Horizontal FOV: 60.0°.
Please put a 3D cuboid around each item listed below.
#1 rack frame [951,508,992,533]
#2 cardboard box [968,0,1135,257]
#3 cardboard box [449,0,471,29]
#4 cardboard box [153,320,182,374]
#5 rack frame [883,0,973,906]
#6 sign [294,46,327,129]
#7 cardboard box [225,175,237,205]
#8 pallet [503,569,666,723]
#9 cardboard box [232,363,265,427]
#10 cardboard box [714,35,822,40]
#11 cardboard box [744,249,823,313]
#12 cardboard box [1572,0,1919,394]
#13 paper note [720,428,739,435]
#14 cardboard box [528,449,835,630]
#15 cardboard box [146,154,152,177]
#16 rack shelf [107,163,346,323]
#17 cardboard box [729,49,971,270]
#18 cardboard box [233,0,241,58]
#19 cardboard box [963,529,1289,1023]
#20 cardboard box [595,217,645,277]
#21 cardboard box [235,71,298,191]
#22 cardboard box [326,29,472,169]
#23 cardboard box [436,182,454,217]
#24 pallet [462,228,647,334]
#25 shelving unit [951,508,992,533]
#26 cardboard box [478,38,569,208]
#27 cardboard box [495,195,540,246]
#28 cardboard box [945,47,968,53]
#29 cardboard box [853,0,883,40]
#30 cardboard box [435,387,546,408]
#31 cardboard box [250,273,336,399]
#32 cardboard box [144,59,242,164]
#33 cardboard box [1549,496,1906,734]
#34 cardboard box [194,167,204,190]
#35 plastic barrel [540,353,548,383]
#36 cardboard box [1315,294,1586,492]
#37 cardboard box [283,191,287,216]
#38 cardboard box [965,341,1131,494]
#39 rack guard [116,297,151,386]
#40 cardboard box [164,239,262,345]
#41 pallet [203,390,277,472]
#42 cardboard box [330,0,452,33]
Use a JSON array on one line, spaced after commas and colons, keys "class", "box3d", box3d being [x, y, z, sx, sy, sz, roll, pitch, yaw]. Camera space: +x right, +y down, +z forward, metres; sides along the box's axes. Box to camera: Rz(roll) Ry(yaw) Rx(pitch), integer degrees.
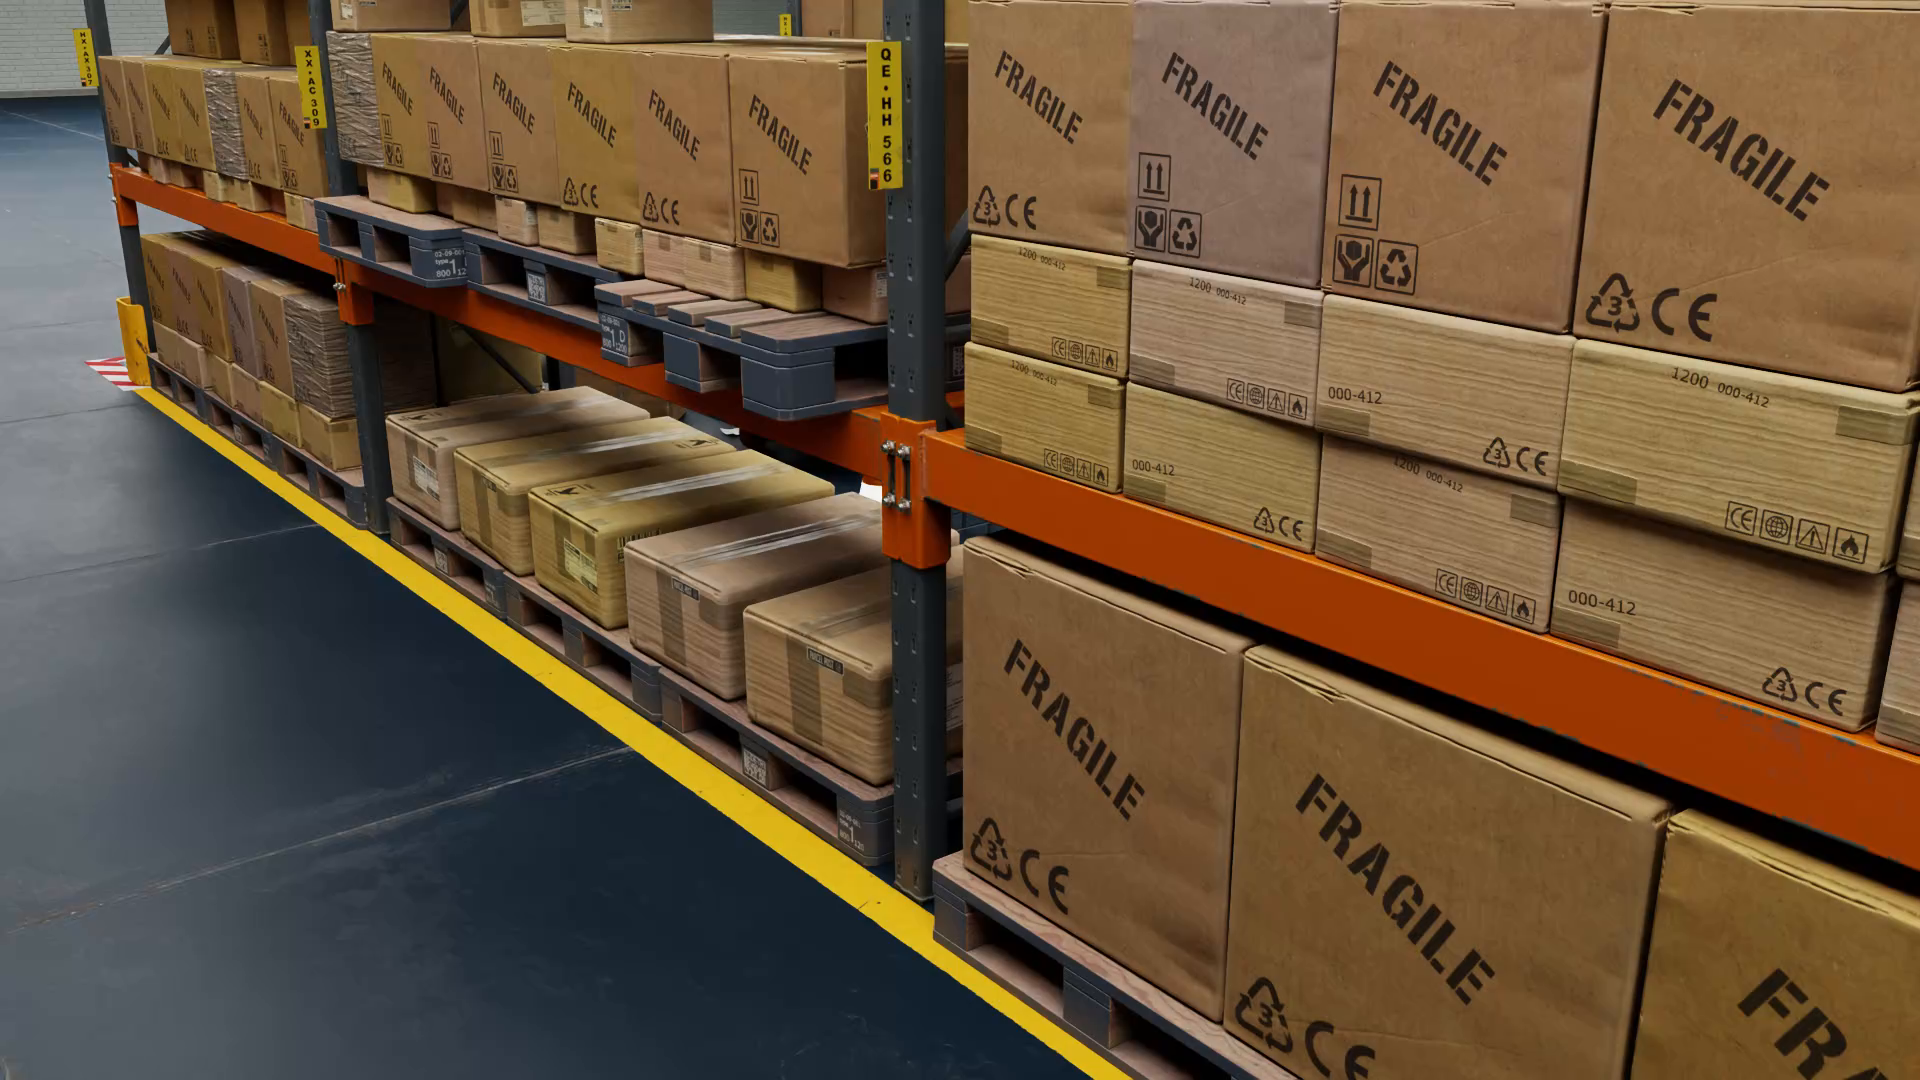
[{"class": "rack frame", "box3d": [0.048, -0.551, 7.117, 0.240, 1.200, 0.006, -14, 23, -36]}, {"class": "cardboard box", "box3d": [0.366, -0.916, 3.608, 0.500, 0.500, 0.500, -15, 23, -38]}, {"class": "cardboard box", "box3d": [-2.335, -2.363, 7.504, 0.700, 0.500, 0.500, -14, 23, -37]}, {"class": "cardboard box", "box3d": [-4.432, -1.176, 9.848, 0.500, 0.250, 0.500, -14, 23, -37]}, {"class": "rack frame", "box3d": [0.251, -0.563, 4.292, 1.000, 3.000, 0.127, -14, 23, -36]}, {"class": "sign", "box3d": [-2.653, -1.852, 6.807, 0.100, 0.325, 0.005, -14, 23, -36]}, {"class": "cardboard box", "box3d": [-3.440, -1.768, 8.330, 0.380, 0.149, 0.250, -14, 23, -37]}, {"class": "pallet", "box3d": [-0.986, 0.267, 6.220, 1.003, 0.211, 1.213, -14, 23, -36]}, {"class": "cardboard box", "box3d": [-3.461, -0.792, 8.688, 0.500, 0.250, 0.500, -14, 23, -35]}, {"class": "cardboard box", "box3d": [-0.815, -1.489, 5.786, 0.500, 0.500, 0.500, -15, 24, -38]}, {"class": "cardboard box", "box3d": [-0.360, -0.730, 4.527, 0.380, 0.149, 0.250, -14, 23, -35]}, {"class": "cardboard box", "box3d": [1.301, -0.540, 2.473, 0.500, 0.500, 0.500, -14, 23, -35]}, {"class": "paper note", "box3d": [-1.224, -0.603, 9.135, 0.148, 0.019, 0.142, -14, 23, -36]}, {"class": "cardboard box", "box3d": [-1.022, -0.025, 6.177, 0.950, 0.372, 0.625, -13, 22, -34]}, {"class": "cardboard box", "box3d": [-4.398, -2.151, 9.485, 0.380, 0.149, 0.250, -15, 23, -38]}, {"class": "rack shelf", "box3d": [-3.474, -1.700, 8.870, 1.077, 0.370, 4.000, -14, 23, -36]}, {"class": "cardboard box", "box3d": [-0.249, -1.009, 4.338, 0.500, 0.500, 0.500, -15, 23, -38]}, {"class": "cardboard box", "box3d": [-3.522, -2.883, 9.074, 0.700, 0.500, 0.500, -14, 23, -37]}, {"class": "cardboard box", "box3d": [0.615, 0.432, 3.997, 0.875, 0.875, 0.875, -14, 23, -37]}, {"class": "cardboard box", "box3d": [-0.883, -0.912, 5.077, 0.380, 0.149, 0.250, -13, 23, -35]}, {"class": "cardboard box", "box3d": [-3.028, -1.924, 7.769, 0.500, 0.500, 0.500, -13, 22, -34]}, {"class": "cardboard box", "box3d": [-2.166, -1.766, 6.622, 0.500, 0.500, 0.500, -13, 23, -35]}, {"class": "cardboard box", "box3d": [-1.753, -1.313, 6.288, 0.380, 0.149, 0.250, -12, 22, -33]}, {"class": "pallet", "box3d": [-1.010, -0.952, 5.771, 1.003, 0.211, 1.213, -14, 23, -36]}, {"class": "shelving unit", "box3d": [-0.009, -0.573, 7.185, 0.258, 1.200, 0.189, -14, 23, -36]}, {"class": "cardboard box", "box3d": [-1.231, -1.393, 5.498, 0.500, 0.500, 0.500, -15, 24, -38]}, {"class": "cardboard box", "box3d": [-1.349, -1.105, 5.658, 0.380, 0.149, 0.250, -13, 22, -34]}, {"class": "cardboard box", "box3d": [0.153, -1.107, 4.635, 0.500, 0.500, 0.500, -15, 23, -38]}, {"class": "cardboard box", "box3d": [-0.284, -3.893, 12.391, 0.875, 0.550, 0.550, -14, 23, -36]}, {"class": "cardboard box", "box3d": [-2.387, -0.641, 8.233, 0.500, 0.250, 0.500, -15, 24, -39]}, {"class": "cardboard box", "box3d": [-3.127, -1.017, 8.176, 0.500, 0.500, 0.500, -13, 23, -35]}, {"class": "cardboard box", "box3d": [-3.998, -2.300, 8.905, 0.500, 0.500, 0.500, -15, 23, -37]}, {"class": "cardboard box", "box3d": [1.321, 0.052, 2.672, 0.500, 0.250, 0.500, -14, 23, -36]}, {"class": "cardboard box", "box3d": [-3.878, -1.968, 8.935, 0.380, 0.149, 0.250, -13, 22, -34]}, {"class": "plastic barrel", "box3d": [-2.247, -1.098, 10.005, 0.512, 0.421, 0.421, 1, 18, 2]}, {"class": "cardboard box", "box3d": [0.992, -0.304, 2.951, 0.500, 0.250, 0.500, -14, 23, -36]}, {"class": "cardboard box", "box3d": [-2.932, -1.589, 7.789, 0.380, 0.149, 0.250, -14, 23, -36]}, {"class": "cardboard box", "box3d": [0.358, -0.322, 3.803, 0.500, 0.250, 0.500, -14, 23, -37]}, {"class": "rack guard", "box3d": [-4.669, -1.329, 10.582, 1.175, 0.500, 0.348, -14, 23, -36]}, {"class": "cardboard box", "box3d": [-4.088, -1.398, 9.326, 0.500, 0.500, 0.500, -15, 24, -38]}, {"class": "pallet", "box3d": [-3.439, -0.685, 9.094, 1.003, 0.211, 1.213, -14, 23, -36]}, {"class": "cardboard box", "box3d": [-2.217, -2.060, 6.480, 0.380, 0.149, 0.250, -14, 23, -36]}]
